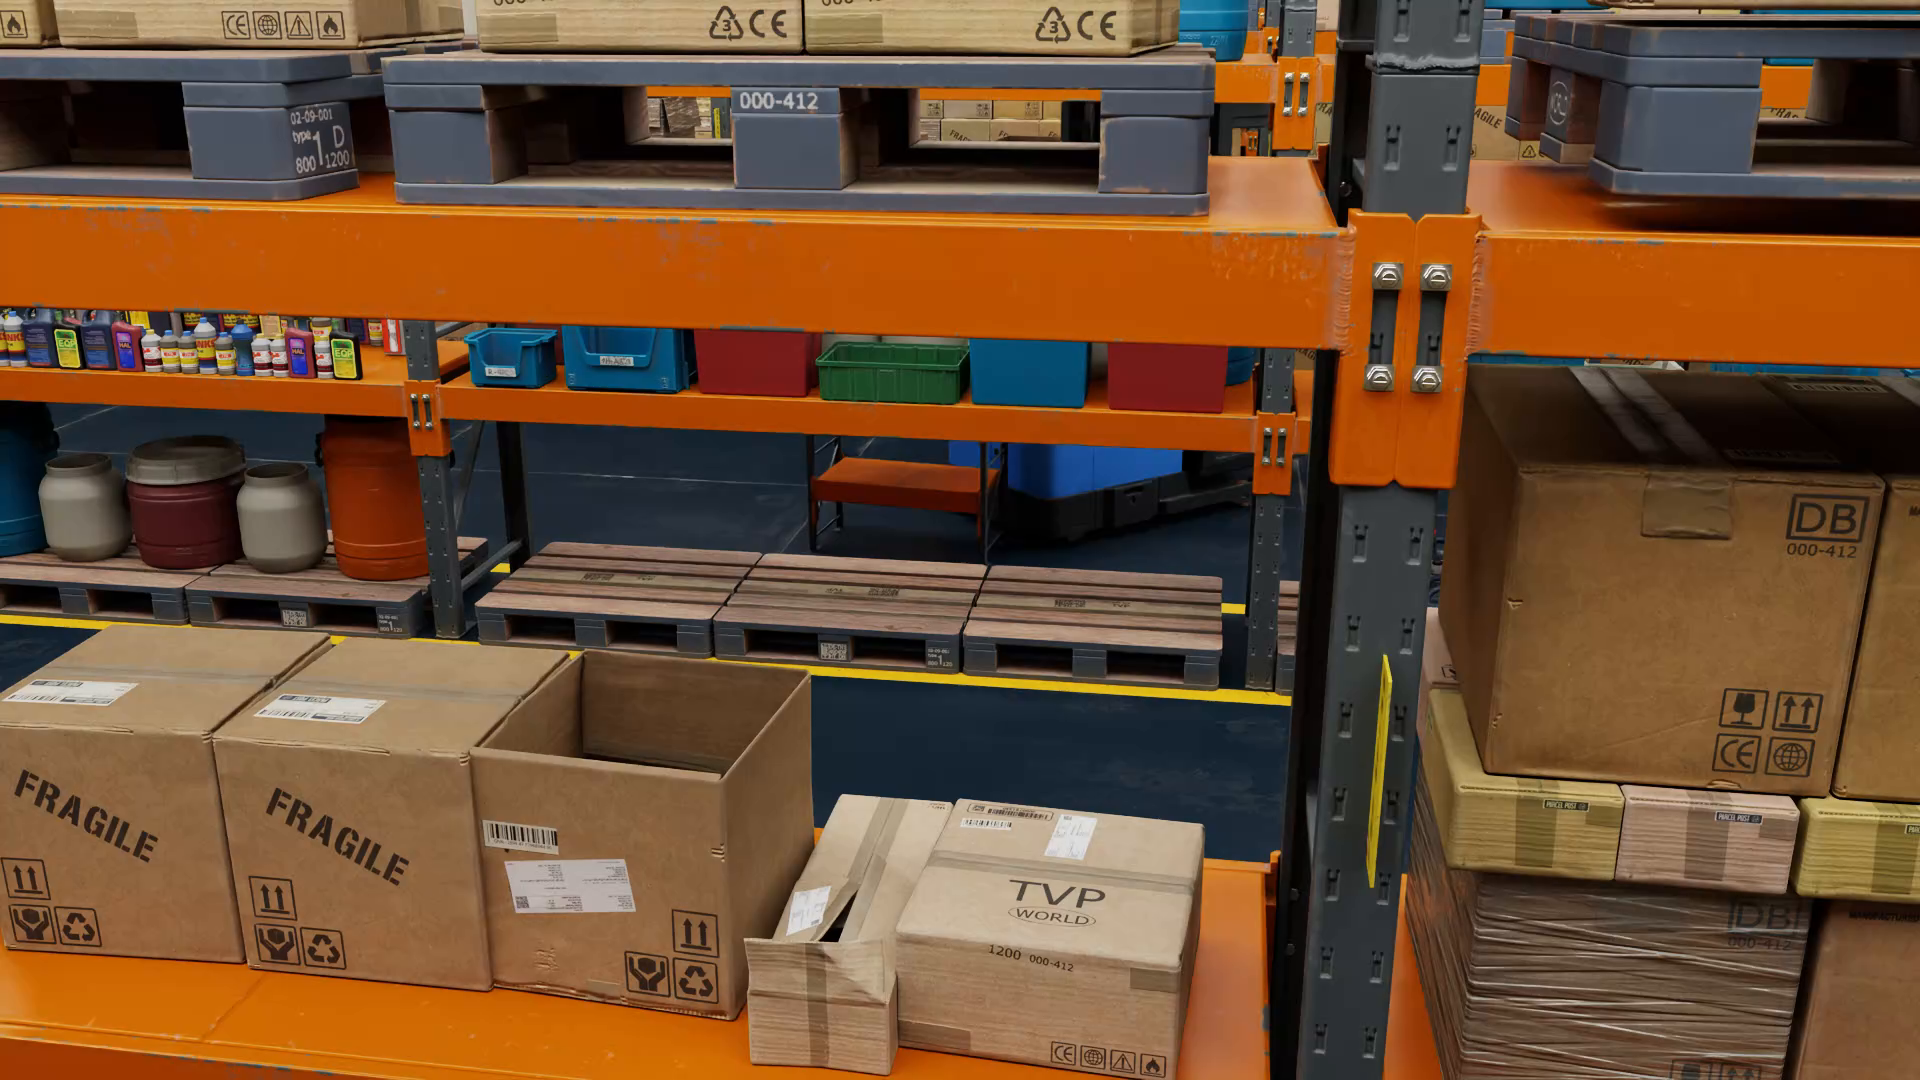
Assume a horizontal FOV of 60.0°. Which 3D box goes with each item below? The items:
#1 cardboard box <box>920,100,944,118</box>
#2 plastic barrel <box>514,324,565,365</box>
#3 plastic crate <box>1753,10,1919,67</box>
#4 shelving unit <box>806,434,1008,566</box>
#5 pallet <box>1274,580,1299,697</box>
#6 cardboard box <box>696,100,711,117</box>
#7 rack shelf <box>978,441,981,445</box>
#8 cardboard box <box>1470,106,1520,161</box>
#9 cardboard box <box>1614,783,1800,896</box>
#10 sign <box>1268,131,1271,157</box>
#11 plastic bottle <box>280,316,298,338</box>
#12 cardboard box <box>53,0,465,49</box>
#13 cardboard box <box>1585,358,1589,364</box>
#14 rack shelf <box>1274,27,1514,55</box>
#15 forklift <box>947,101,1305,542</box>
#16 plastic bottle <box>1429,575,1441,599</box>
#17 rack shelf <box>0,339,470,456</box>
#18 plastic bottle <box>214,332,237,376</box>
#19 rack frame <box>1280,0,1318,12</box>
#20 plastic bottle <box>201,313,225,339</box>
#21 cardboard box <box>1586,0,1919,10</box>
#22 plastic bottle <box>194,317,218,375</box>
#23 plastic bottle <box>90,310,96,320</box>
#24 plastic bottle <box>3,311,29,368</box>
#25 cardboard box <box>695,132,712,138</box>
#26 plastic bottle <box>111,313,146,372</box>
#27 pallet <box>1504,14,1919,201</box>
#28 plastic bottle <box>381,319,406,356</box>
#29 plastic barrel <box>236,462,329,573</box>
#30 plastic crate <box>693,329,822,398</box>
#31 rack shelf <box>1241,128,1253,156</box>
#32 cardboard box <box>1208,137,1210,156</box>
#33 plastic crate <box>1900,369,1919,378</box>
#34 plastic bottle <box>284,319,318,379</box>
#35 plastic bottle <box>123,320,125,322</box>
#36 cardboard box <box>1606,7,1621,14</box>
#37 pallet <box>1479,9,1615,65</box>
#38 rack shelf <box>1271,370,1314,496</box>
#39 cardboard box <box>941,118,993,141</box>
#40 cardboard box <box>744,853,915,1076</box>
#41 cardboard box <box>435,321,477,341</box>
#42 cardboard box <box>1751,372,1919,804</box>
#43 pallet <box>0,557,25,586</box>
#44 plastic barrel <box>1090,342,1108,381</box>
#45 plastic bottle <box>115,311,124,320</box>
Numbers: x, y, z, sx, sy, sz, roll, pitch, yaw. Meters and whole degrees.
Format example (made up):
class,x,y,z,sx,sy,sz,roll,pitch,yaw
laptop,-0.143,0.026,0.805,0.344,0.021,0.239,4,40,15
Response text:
class,x,y,z,sx,sy,sz,roll,pitch,yaw
cardboard box,-0.370,-4.676,17.319,0.500,0.500,0.700,3,19,8
plastic barrel,-1.978,-1.216,8.496,0.708,0.536,0.600,3,19,9
plastic crate,3.484,-2.094,6.632,0.575,0.384,0.392,3,19,9
shelving unit,-0.295,-0.494,9.506,1.048,1.125,0.538,5,19,15
pallet,2.122,0.491,8.004,1.213,0.211,1.003,3,19,9
cardboard box,-2.645,-4.489,17.290,0.250,0.149,0.380,4,19,11
rack shelf,-0.295,-0.771,9.413,1.000,0.278,0.538,5,19,15
cardboard box,3.643,-2.941,11.662,0.500,0.500,0.500,3,19,9
cardboard box,1.158,0.405,2.686,0.250,0.149,0.380,3,19,9
sign,2.167,-2.805,11.635,0.005,0.325,0.100,3,19,9
plastic bottle,-3.559,-1.153,8.835,0.097,0.201,0.097,0,18,0
cardboard box,-1.202,-0.993,2.891,0.500,0.250,0.500,1,19,4
cardboard box,4.376,-1.336,12.347,0.500,0.500,0.500,5,19,14
rack shelf,4.226,-3.411,11.677,4.000,0.370,1.077,3,19,9
forklift,1.419,-1.723,10.334,3.031,2.935,1.130,-12,22,-33
plastic bottle,2.219,0.294,7.677,0.185,0.351,0.144,3,19,9
rack shelf,-4.459,-0.839,8.718,4.000,0.370,1.077,3,19,9
plastic bottle,-3.578,-0.910,8.109,0.097,0.201,0.097,0,18,0
rack frame,1.465,-3.724,6.750,0.127,3.000,1.000,3,19,9
plastic bottle,-3.994,-1.220,8.906,0.133,0.283,0.061,3,19,9
cardboard box,1.132,-0.954,2.161,0.500,0.500,0.500,4,19,13
plastic bottle,-3.674,-0.948,8.113,0.097,0.271,0.097,0,18,0
plastic bottle,-4.654,-1.209,9.002,0.097,0.201,0.097,0,18,0
plastic bottle,-4.687,-1.000,8.267,0.097,0.271,0.097,0,18,0
cardboard box,-2.637,-4.208,17.385,0.250,0.149,0.380,3,19,10
plastic bottle,-4.079,-0.969,8.155,0.133,0.283,0.061,3,19,9
pallet,1.522,-0.673,2.498,1.213,0.211,1.003,3,19,9
plastic bottle,-2.884,-1.097,8.548,0.135,0.276,0.152,3,19,9
plastic barrel,-3.541,-0.119,8.690,0.421,0.512,0.421,0,18,0
plastic crate,-0.937,-0.933,7.764,0.583,0.464,0.402,3,19,9
rack shelf,1.848,-5.295,22.033,4.000,0.370,1.077,3,19,9
cardboard box,1.489,-2.998,12.428,1.000,1.000,1.000,3,19,9
plastic crate,4.233,-0.573,7.022,0.408,0.251,0.499,3,19,9
plastic bottle,-3.179,-0.923,8.018,0.133,0.283,0.061,3,19,9
plastic bottle,-4.239,-1.023,8.318,0.133,0.283,0.061,3,19,9
cardboard box,4.189,-3.601,11.348,0.500,0.250,0.500,3,19,8
pallet,2.193,-2.206,7.239,1.003,0.211,1.213,3,19,9
rack shelf,3.440,-0.437,7.515,4.000,0.370,1.077,3,19,9
cardboard box,0.091,-4.096,17.160,0.500,0.500,0.500,3,19,8
cardboard box,-0.221,0.750,3.046,0.258,0.266,0.396,2,19,7
cardboard box,-4.130,-1.954,13.602,0.875,0.875,1.225,2,19,7
cardboard box,1.614,0.056,2.707,0.500,0.500,0.700,3,19,9
pallet,-5.678,0.093,9.193,1.213,0.211,1.003,3,19,9
plastic barrel,0.556,-1.060,8.030,0.433,0.535,0.433,0,18,0
plastic bottle,-4.531,-1.216,8.914,0.097,0.271,0.097,0,18,0
